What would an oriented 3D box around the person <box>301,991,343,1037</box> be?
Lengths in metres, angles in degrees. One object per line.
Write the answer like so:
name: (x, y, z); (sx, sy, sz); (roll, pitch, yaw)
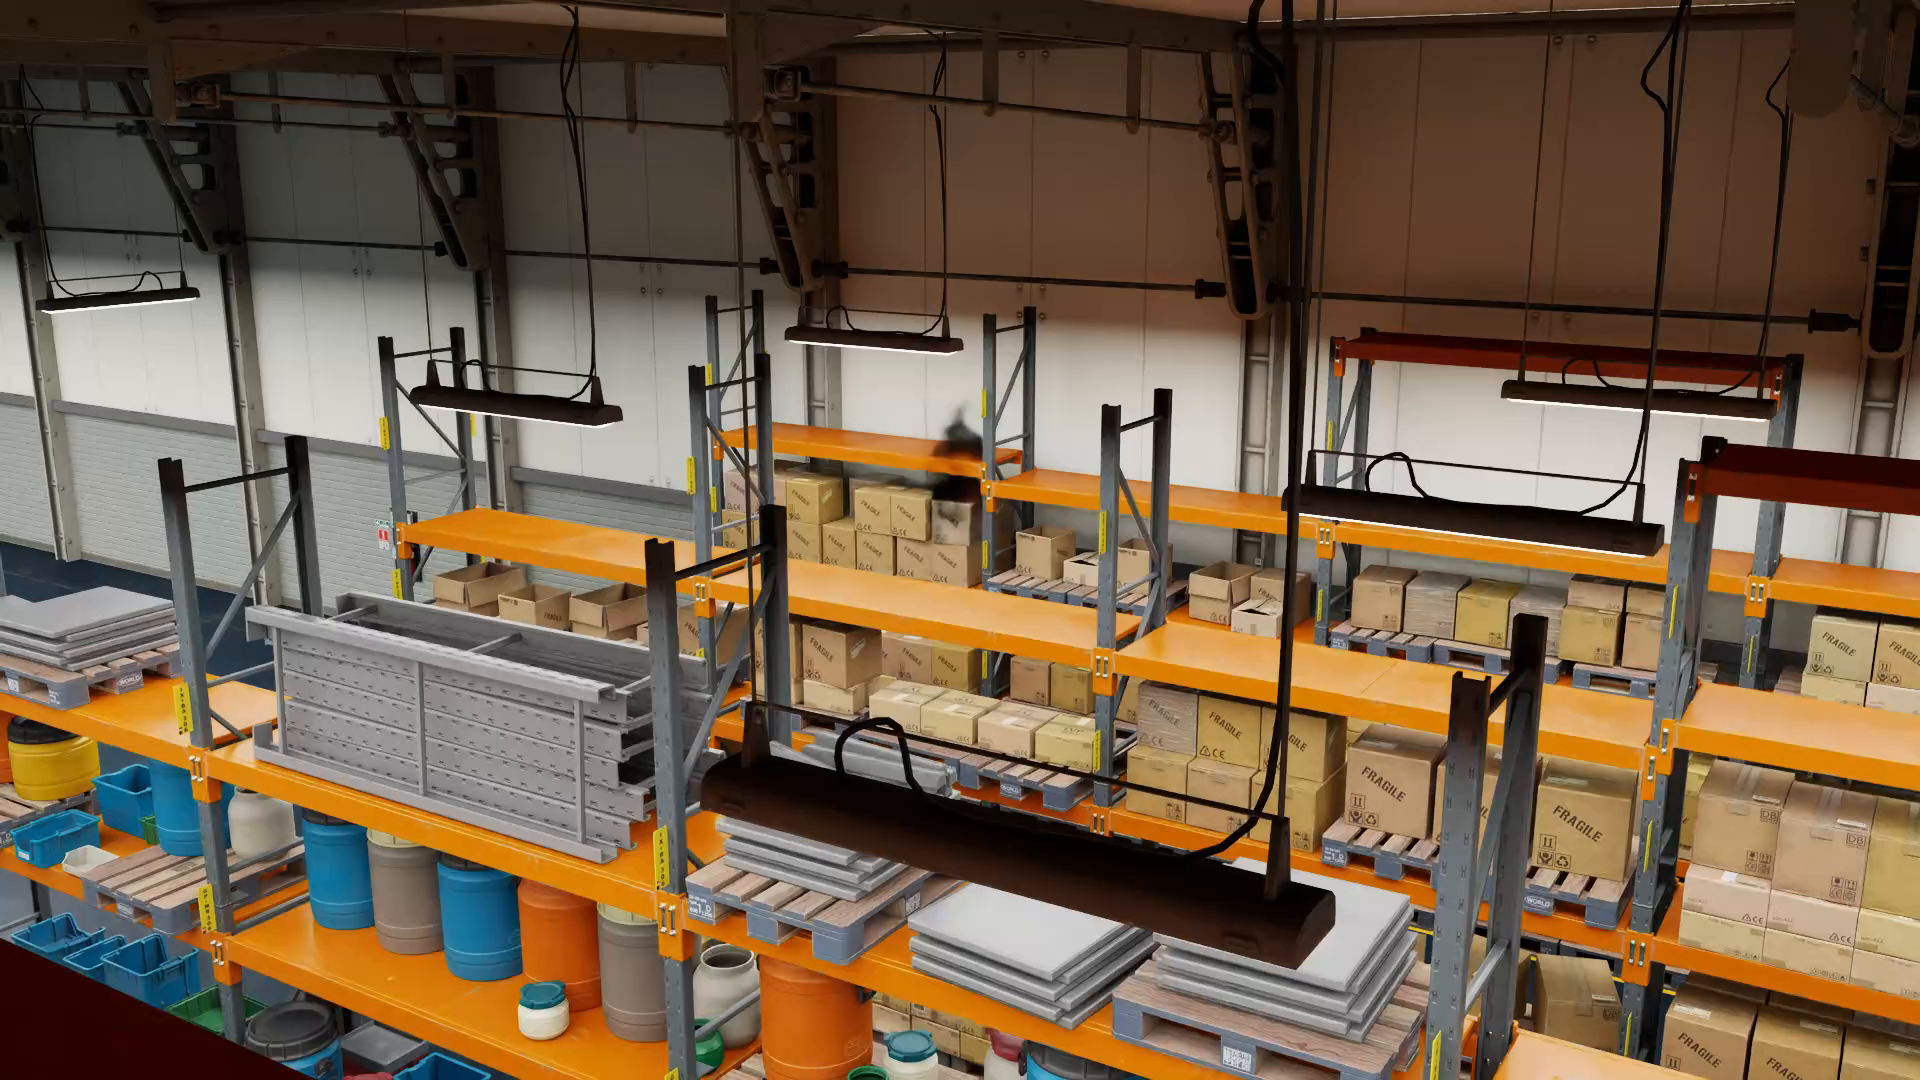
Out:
person: (-5.387, 3.772, 14.361); (0.732, 1.757, 0.739); (5, 15, 21)
